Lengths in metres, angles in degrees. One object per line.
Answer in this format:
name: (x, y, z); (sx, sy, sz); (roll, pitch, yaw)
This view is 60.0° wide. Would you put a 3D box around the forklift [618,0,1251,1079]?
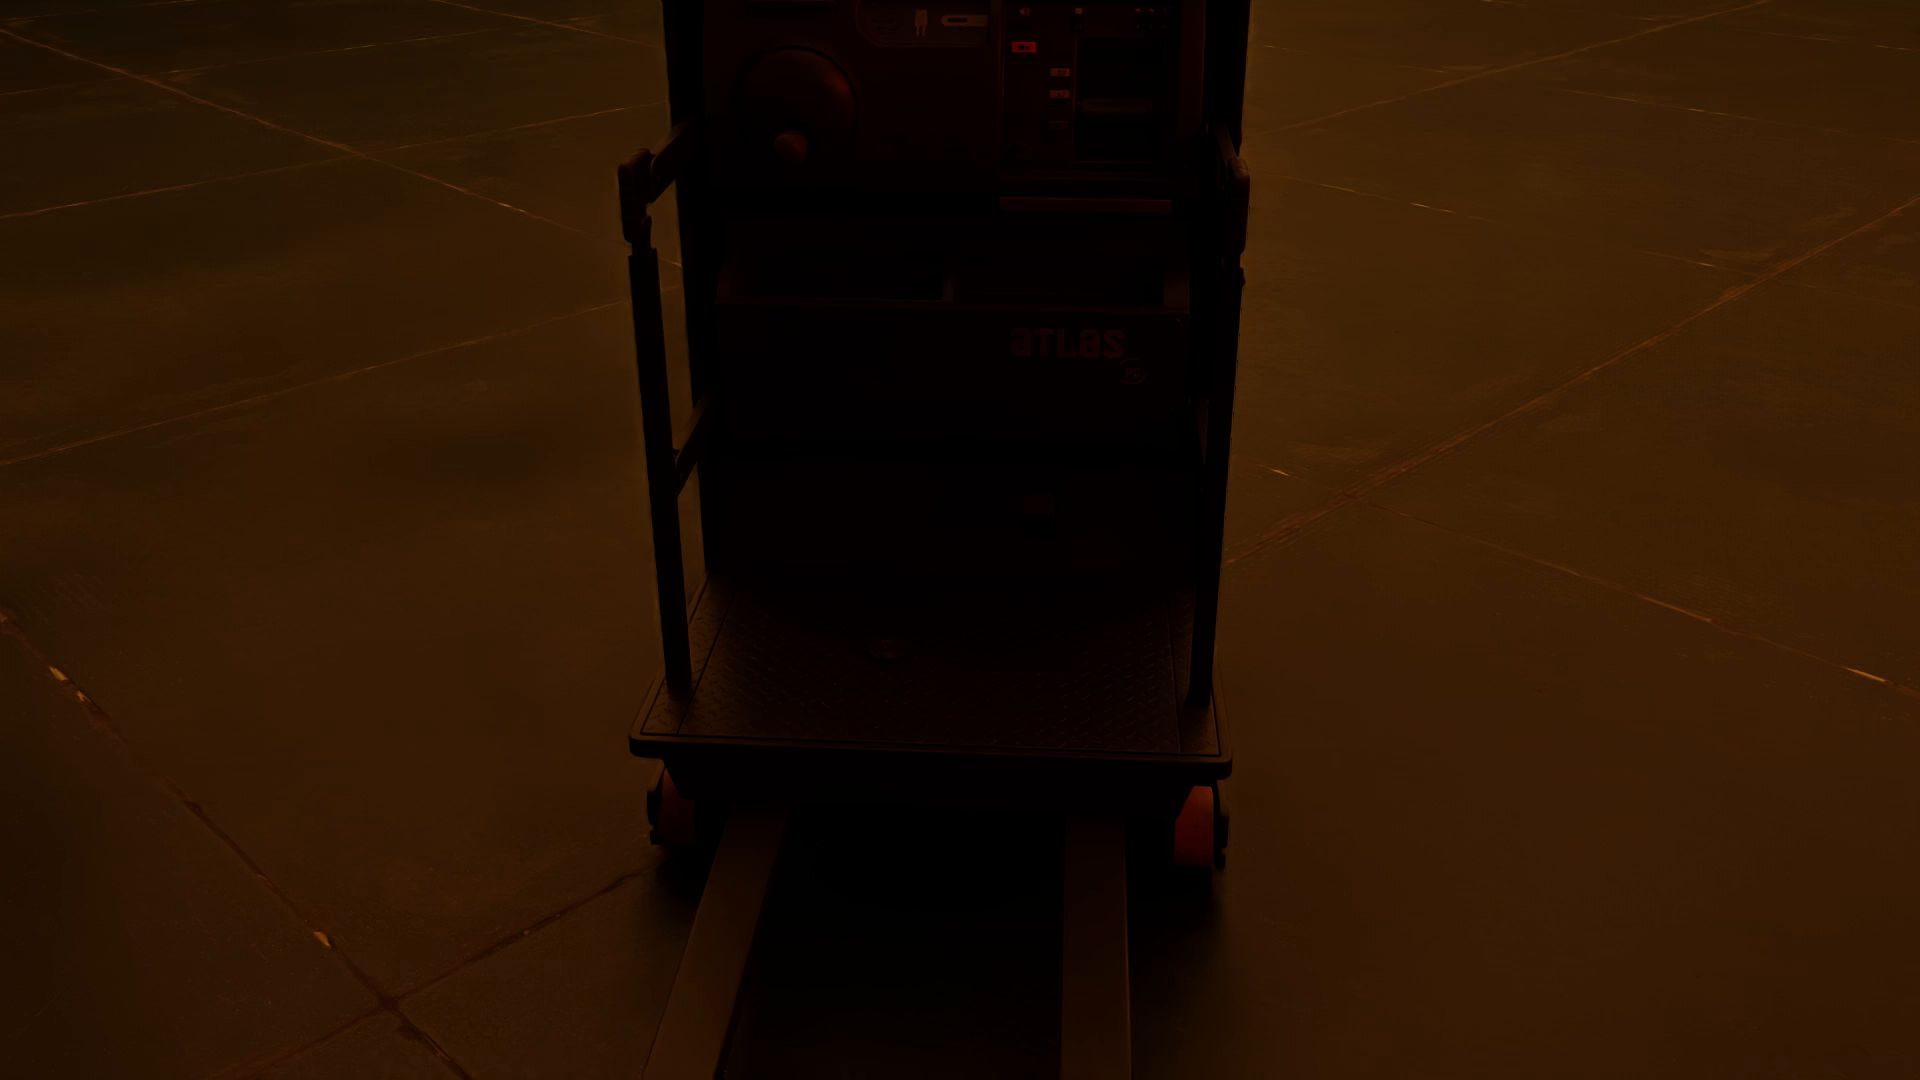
forklift: (-0.027, -0.827, 2.901); (1.130, 2.935, 3.031); (2, 26, 4)
